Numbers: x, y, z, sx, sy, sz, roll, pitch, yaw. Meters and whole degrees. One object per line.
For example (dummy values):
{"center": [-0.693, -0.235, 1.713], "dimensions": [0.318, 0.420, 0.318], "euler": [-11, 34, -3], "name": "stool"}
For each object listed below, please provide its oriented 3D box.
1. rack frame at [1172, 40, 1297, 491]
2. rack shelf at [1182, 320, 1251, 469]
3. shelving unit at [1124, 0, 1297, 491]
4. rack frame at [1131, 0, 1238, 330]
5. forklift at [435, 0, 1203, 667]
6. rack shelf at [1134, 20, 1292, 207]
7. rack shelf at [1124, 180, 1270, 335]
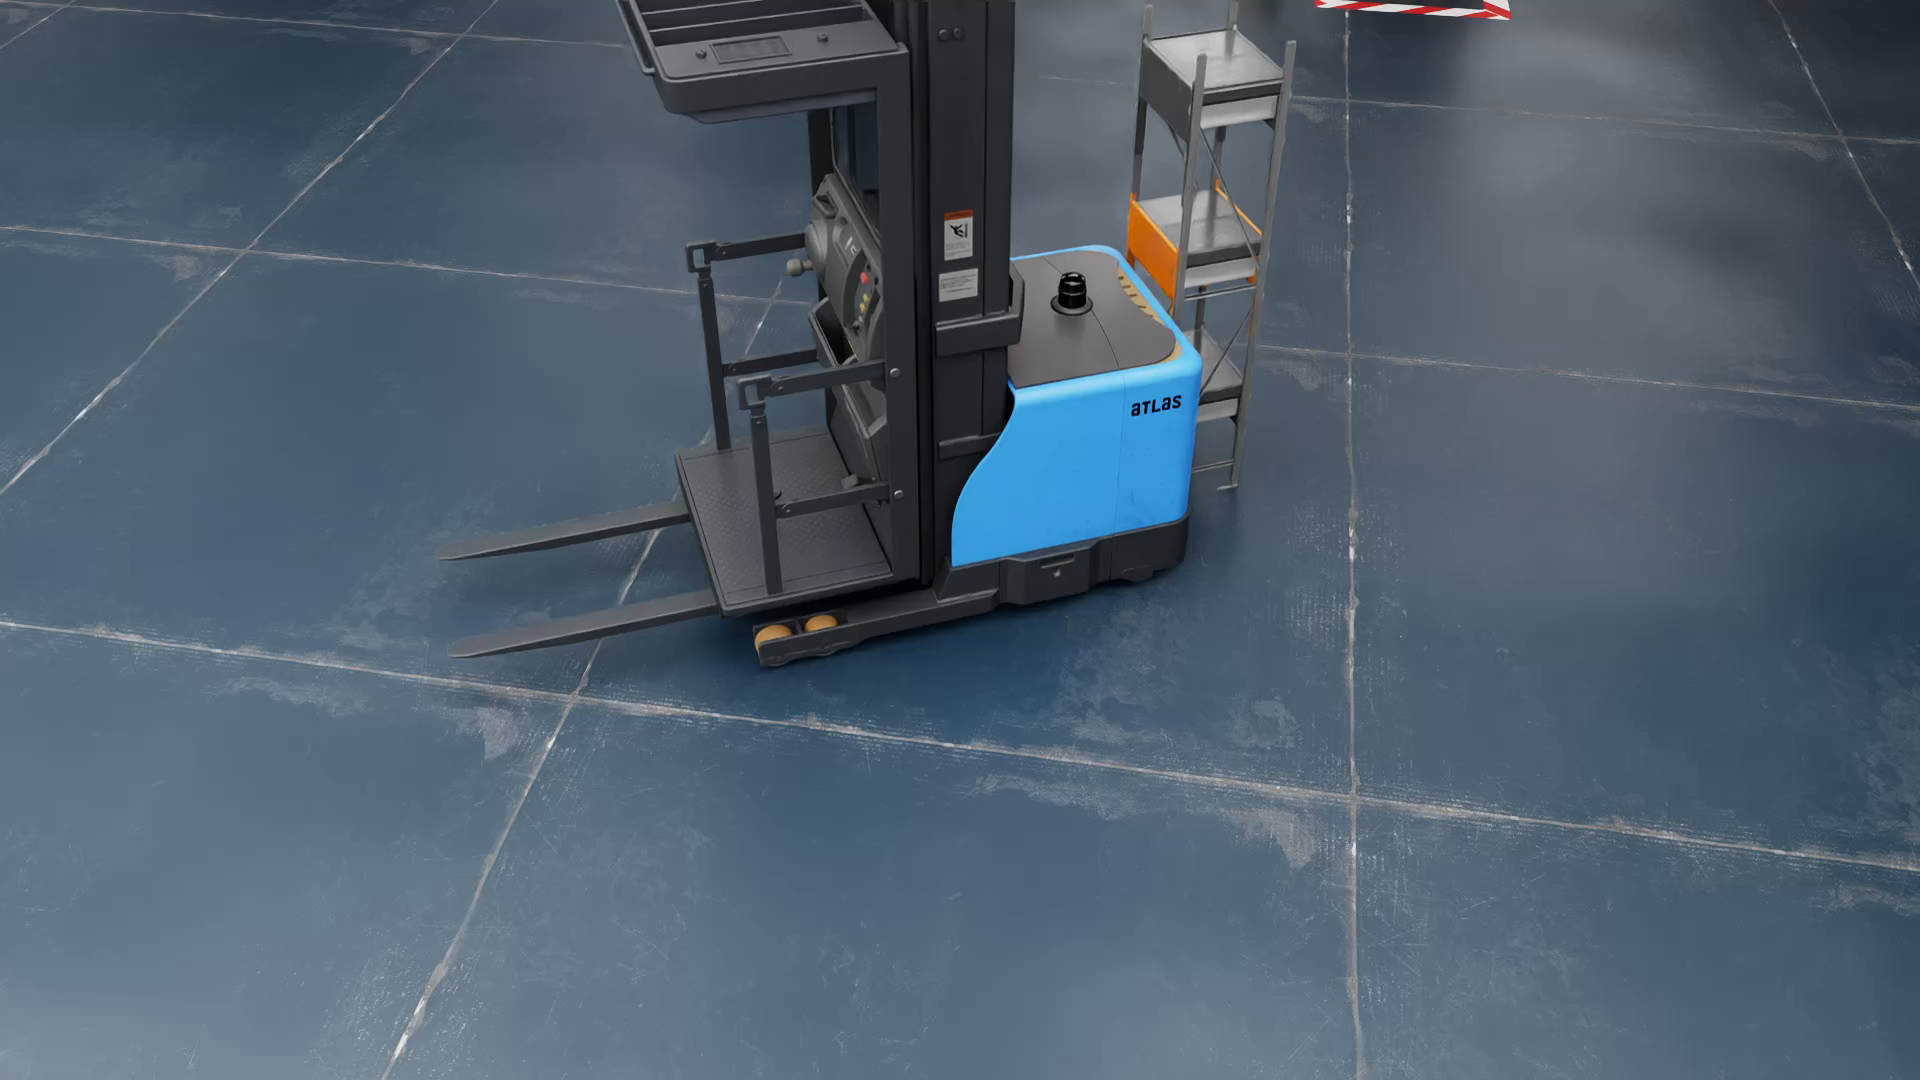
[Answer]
{"center": [1.064, -1.013, 6.827], "dimensions": [0.400, 2.100, 0.015], "euler": [-12, 41, -14], "name": "rack frame"}
{"center": [0.987, -0.610, 7.460], "dimensions": [0.431, 0.518, 0.480], "euler": [-12, 41, -14], "name": "rack shelf"}
{"center": [0.987, -1.160, 7.005], "dimensions": [0.431, 2.100, 0.503], "euler": [-12, 41, -14], "name": "shelving unit"}
{"center": [0.909, -1.307, 7.183], "dimensions": [0.400, 2.100, 0.015], "euler": [-12, 41, -14], "name": "rack frame"}
{"center": [-0.617, -1.005, 6.165], "dimensions": [3.031, 2.935, 1.130], "euler": [-11, 41, -14], "name": "forklift"}
{"center": [0.987, -1.689, 6.568], "dimensions": [0.431, 0.518, 0.480], "euler": [-12, 41, -14], "name": "rack shelf"}
{"center": [0.987, -1.149, 7.014], "dimensions": [0.431, 0.518, 0.480], "euler": [-12, 41, -14], "name": "rack shelf"}
